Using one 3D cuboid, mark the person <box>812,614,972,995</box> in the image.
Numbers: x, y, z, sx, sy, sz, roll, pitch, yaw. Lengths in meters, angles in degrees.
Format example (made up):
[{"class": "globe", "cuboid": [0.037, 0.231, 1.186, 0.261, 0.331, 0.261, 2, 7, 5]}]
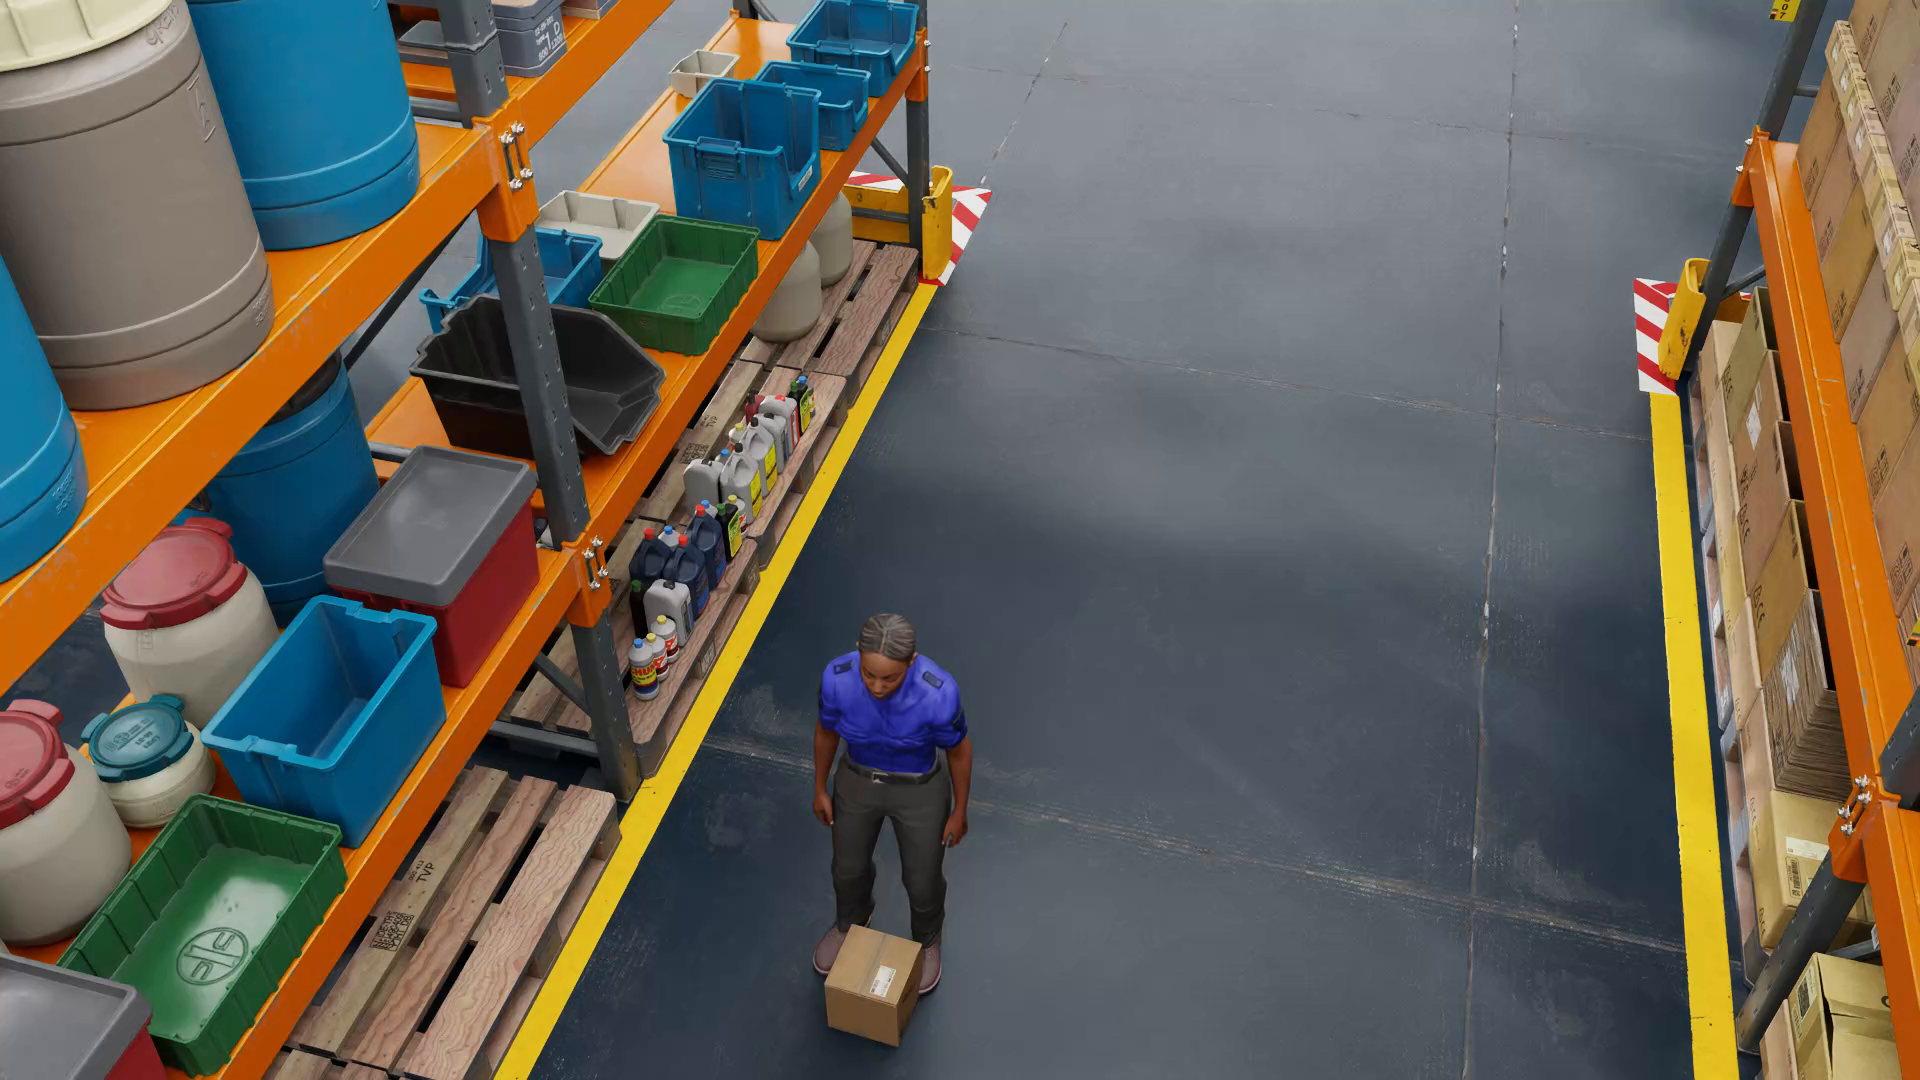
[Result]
[{"class": "person", "cuboid": [-0.227, 0.805, 5.244, 0.530, 1.656, 0.346, 8, 42, 9]}]
